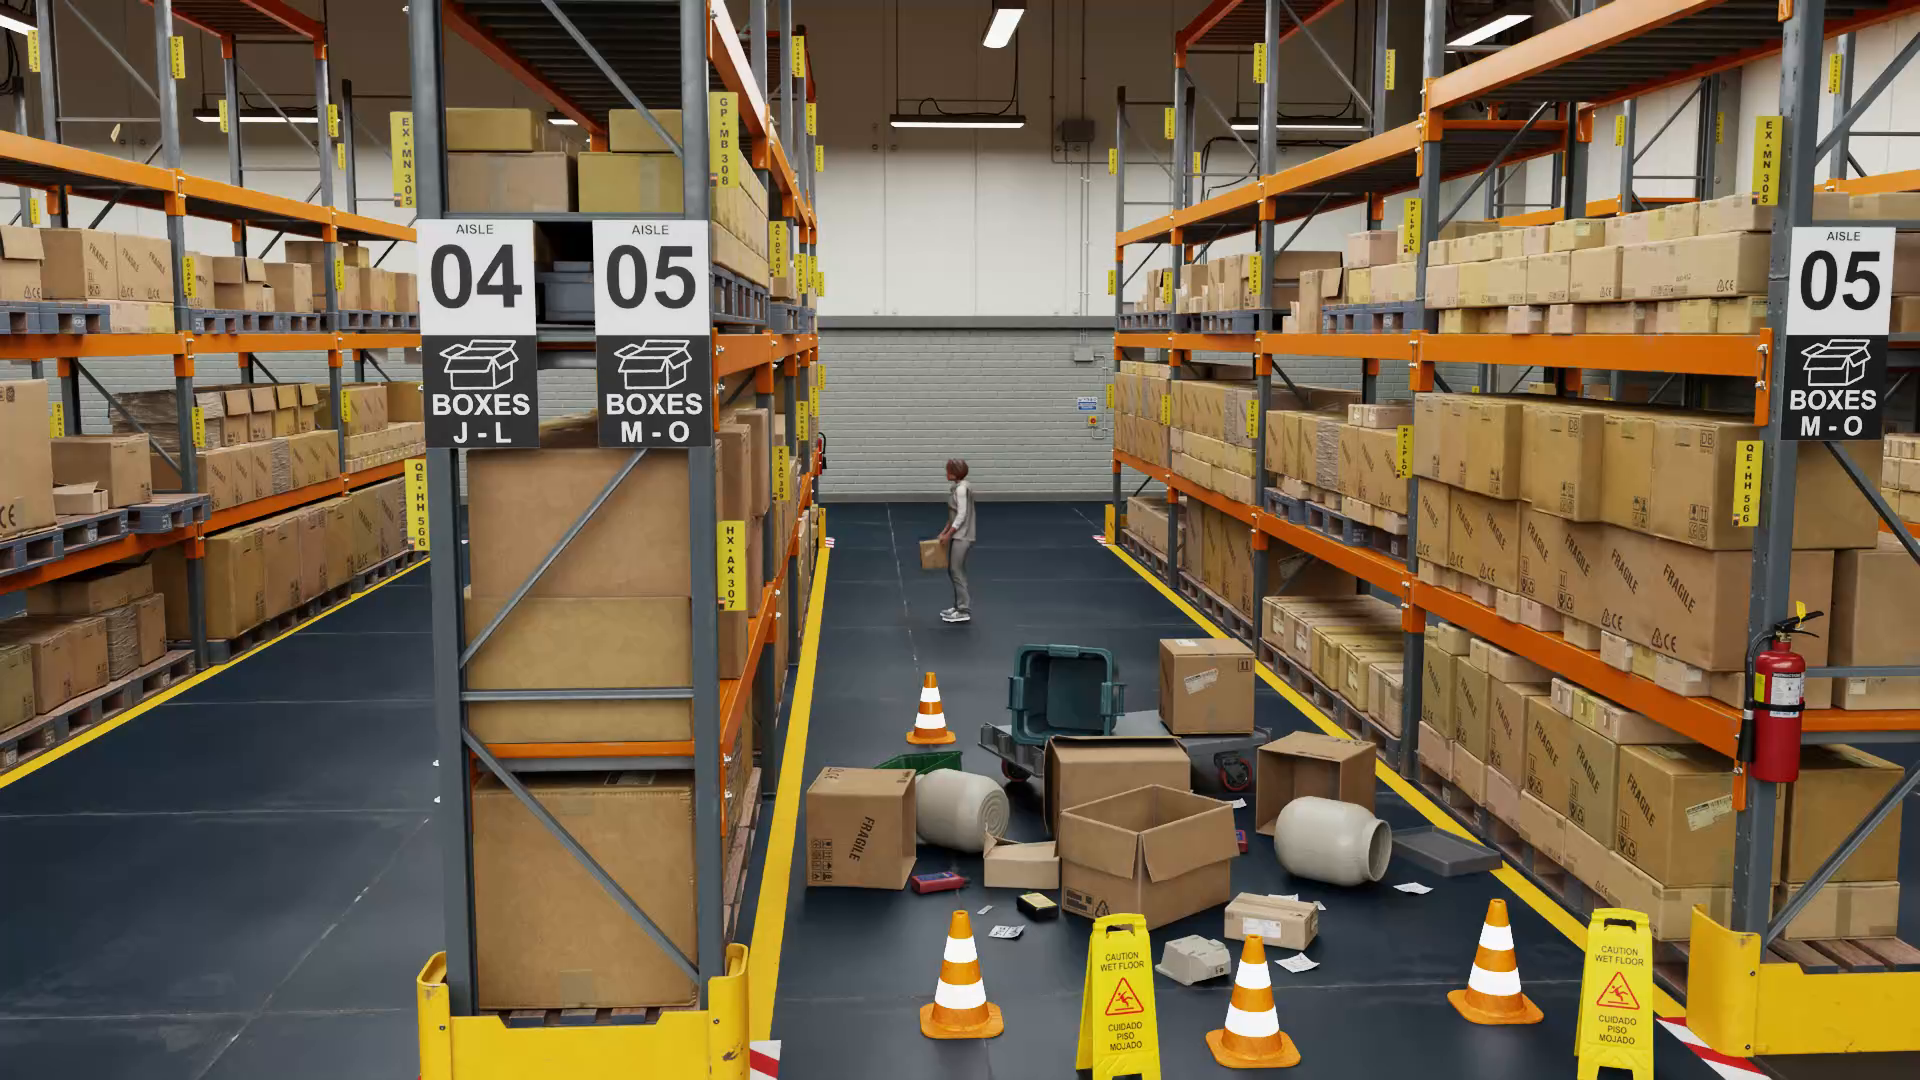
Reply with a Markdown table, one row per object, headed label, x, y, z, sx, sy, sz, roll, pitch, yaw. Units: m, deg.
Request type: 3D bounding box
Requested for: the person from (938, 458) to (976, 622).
| label | x | y | z | sx | sy | sz | roll | pitch | yaw |
| --- | --- | --- | --- | --- | --- | --- | --- | --- | --- |
| person | -0.028 | -0.009 | 16.339 | 0.359 | 1.601 | 0.446 | -1 | 7 | -5 |
